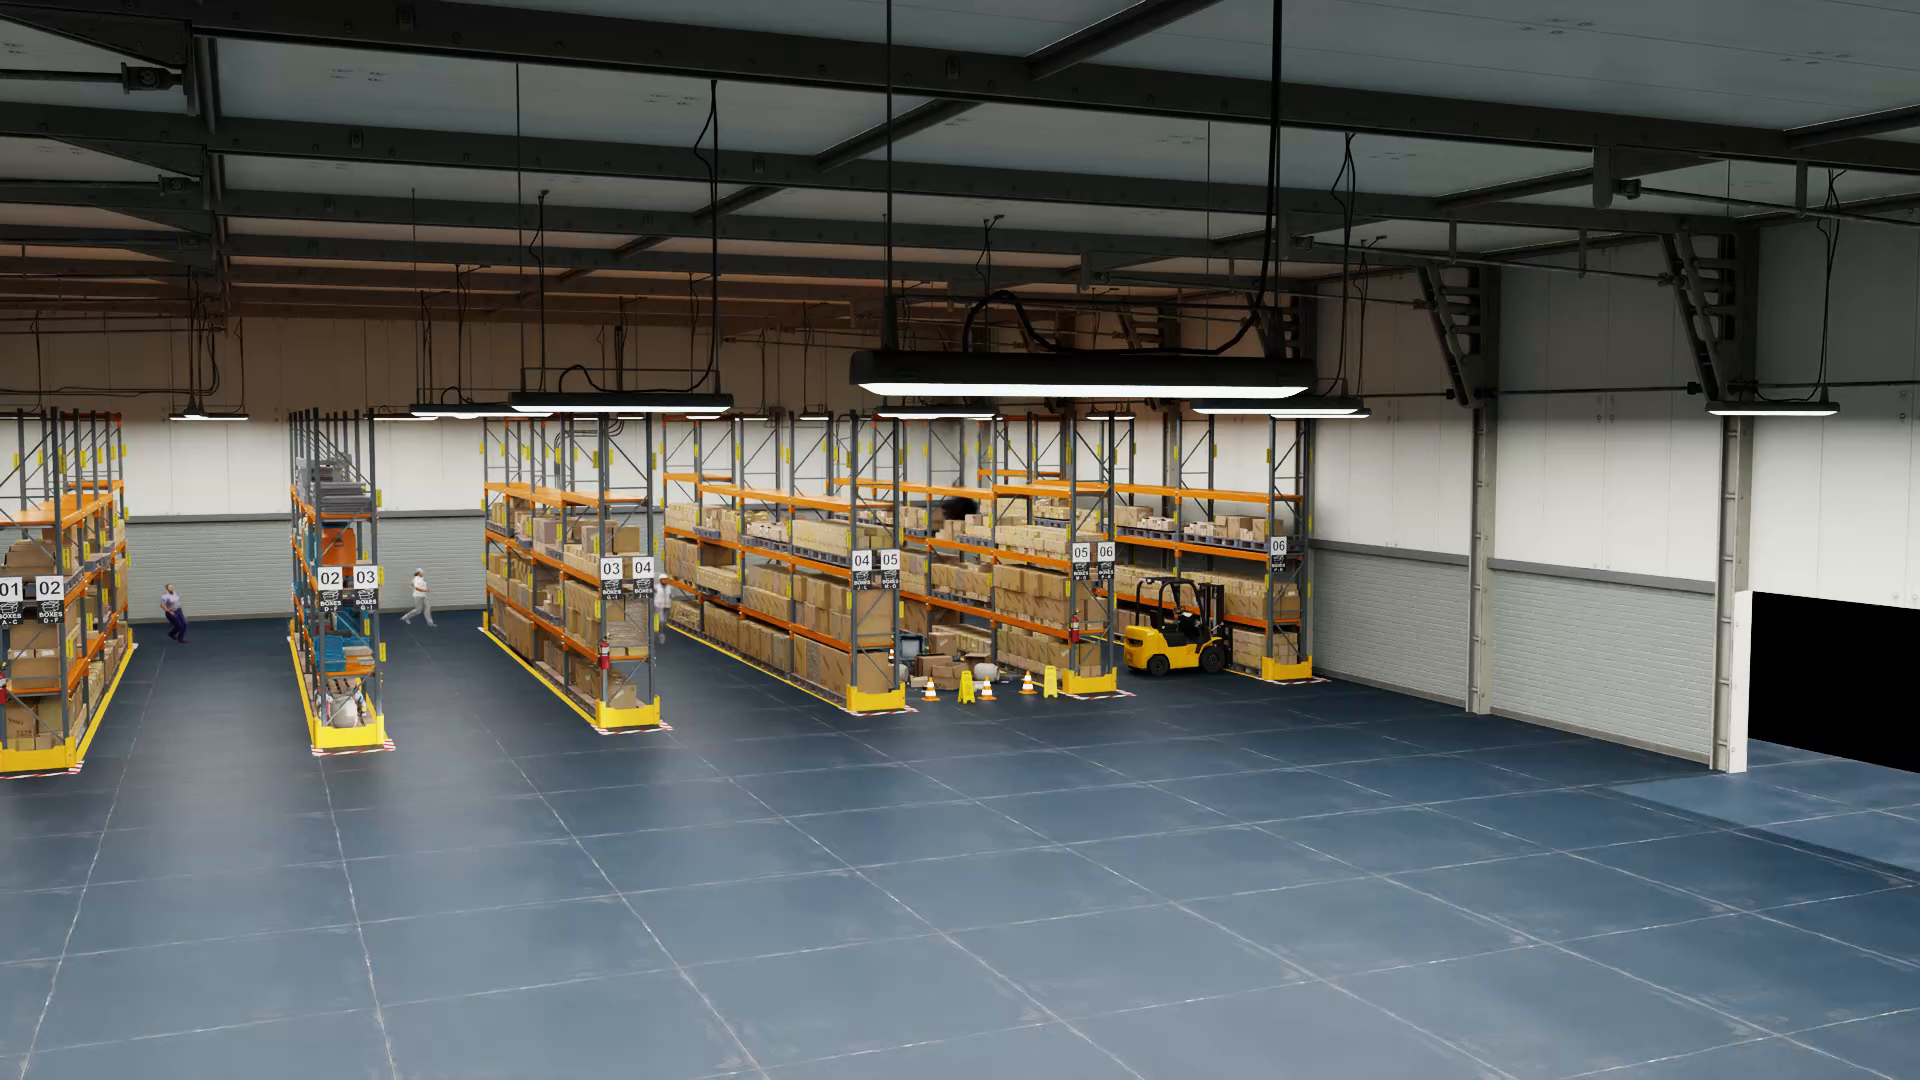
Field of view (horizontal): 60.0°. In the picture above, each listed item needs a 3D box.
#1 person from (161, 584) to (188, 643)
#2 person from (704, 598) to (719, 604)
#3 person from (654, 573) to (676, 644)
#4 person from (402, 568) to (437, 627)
[{"bbox_3d":[-20.434,1.914,43.199,0.514,1.575,0.637,1,4,18],"label":"person"},{"bbox_3d":[-7.360,1.425,49.019,0.968,1.803,0.729,1,4,13],"label":"person"},{"bbox_3d":[-7.777,1.791,43.581,0.642,1.837,0.799,-2,5,-29],"label":"person"},{"bbox_3d":[-15.202,1.628,46.746,0.941,1.674,0.618,-1,4,-12],"label":"person"}]
